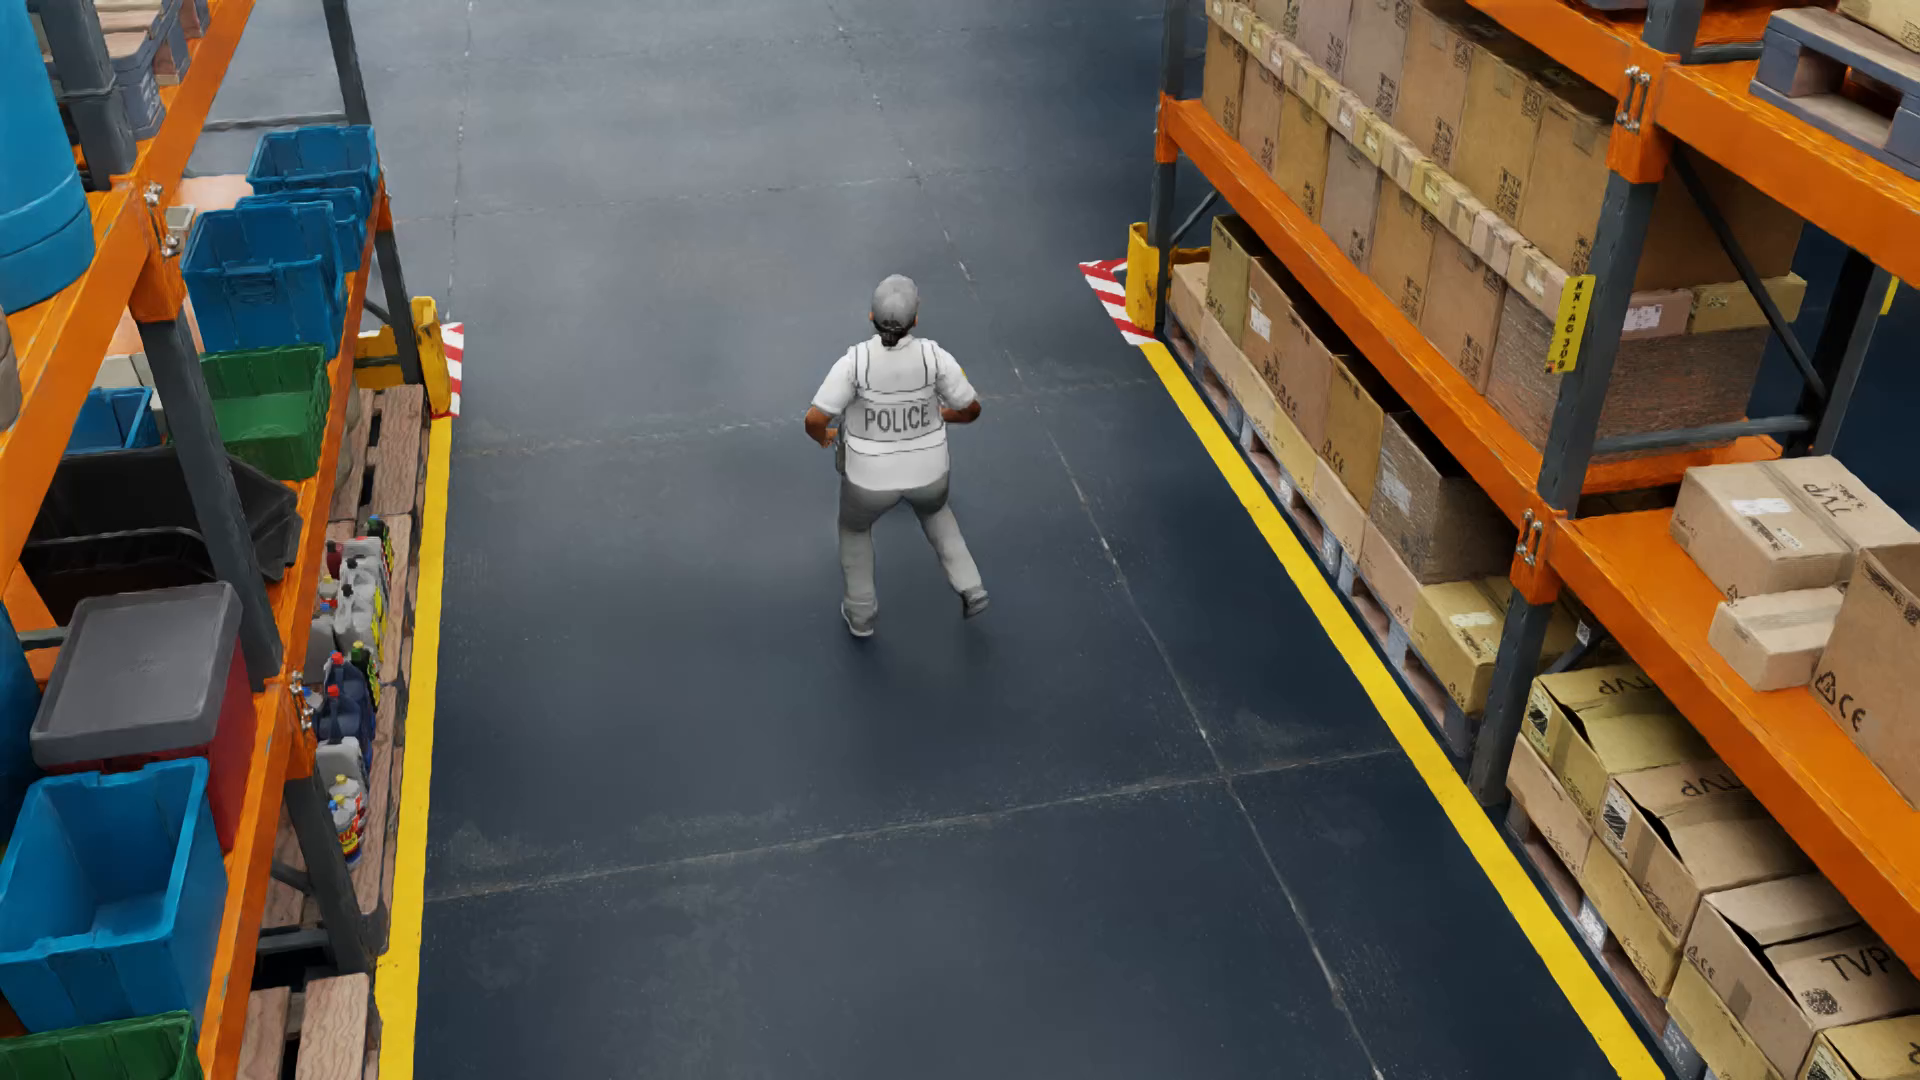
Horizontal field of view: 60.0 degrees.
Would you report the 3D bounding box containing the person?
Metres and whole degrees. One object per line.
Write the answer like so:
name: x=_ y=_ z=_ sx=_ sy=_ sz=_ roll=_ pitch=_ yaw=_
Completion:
person: x=-0.256 y=-0.306 z=6.618 sx=0.741 sy=1.640 sz=0.476 roll=-9 pitch=36 yaw=-13
